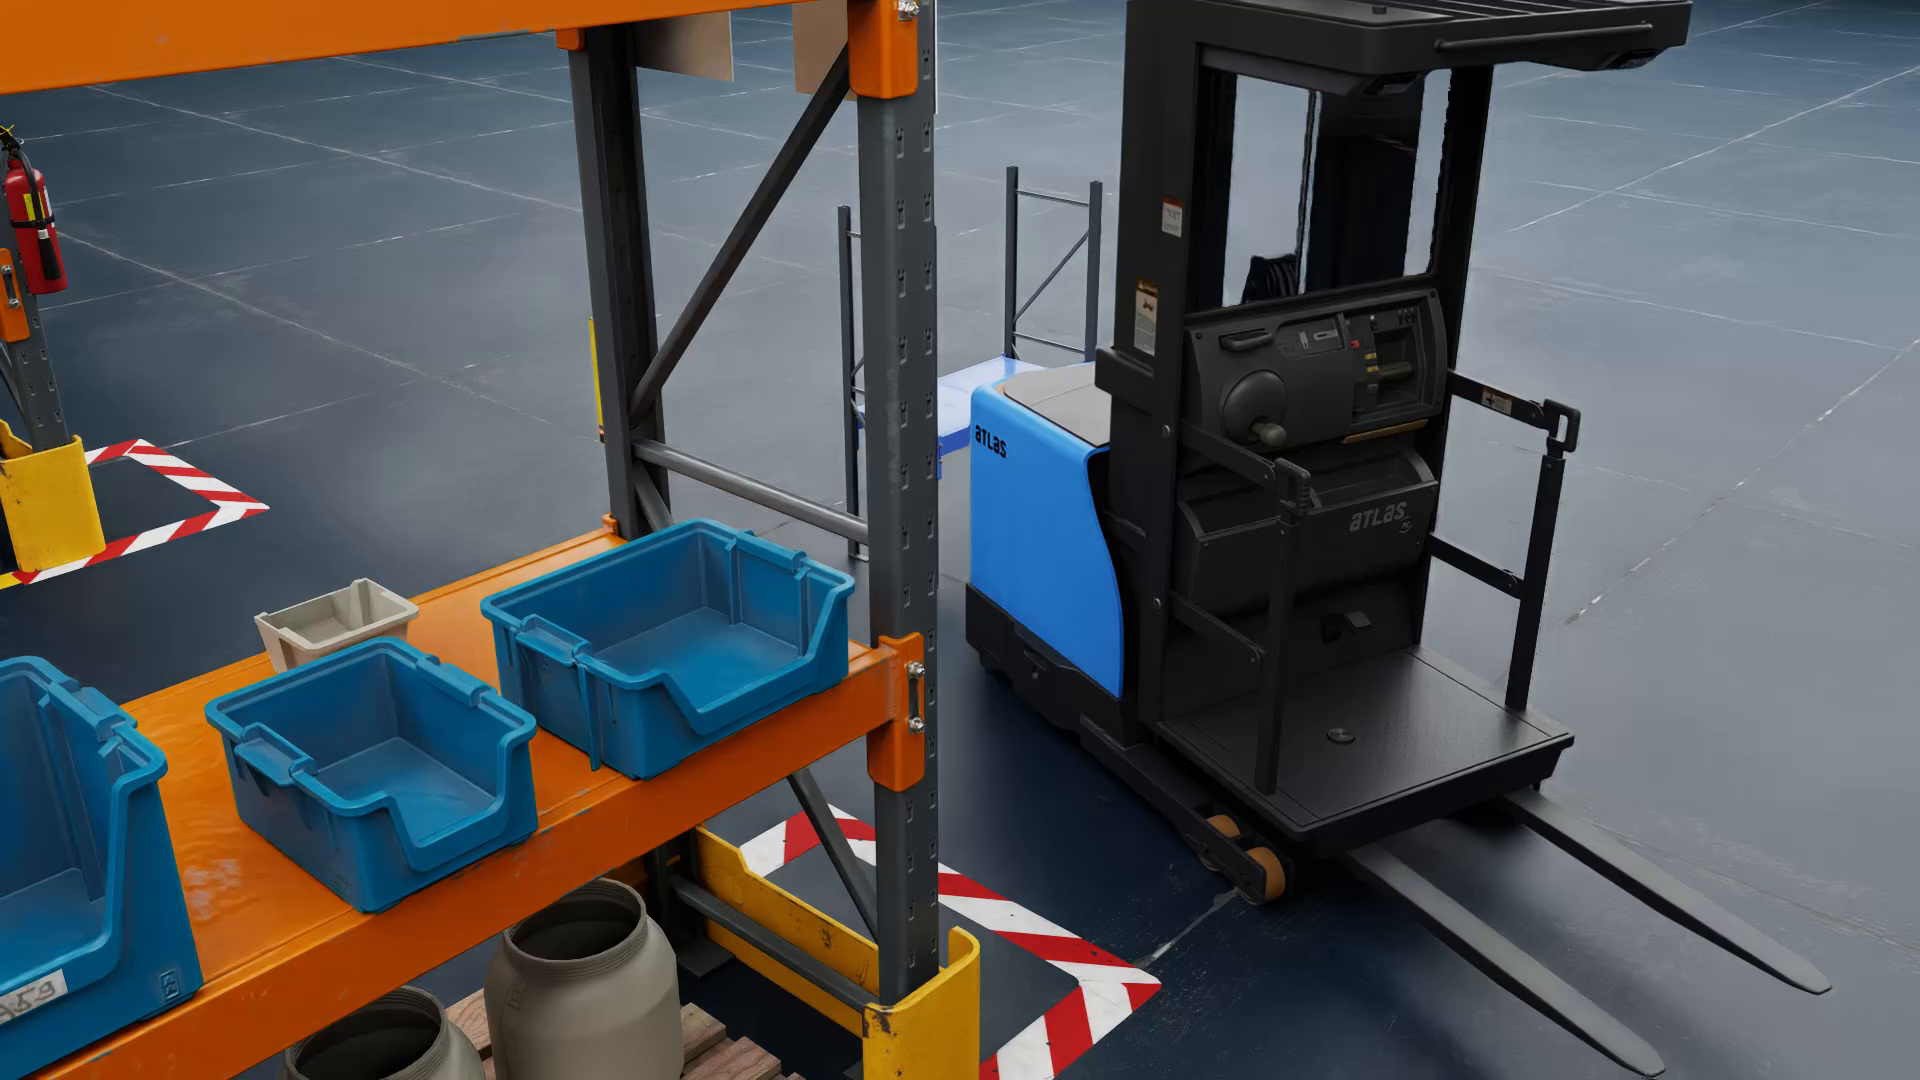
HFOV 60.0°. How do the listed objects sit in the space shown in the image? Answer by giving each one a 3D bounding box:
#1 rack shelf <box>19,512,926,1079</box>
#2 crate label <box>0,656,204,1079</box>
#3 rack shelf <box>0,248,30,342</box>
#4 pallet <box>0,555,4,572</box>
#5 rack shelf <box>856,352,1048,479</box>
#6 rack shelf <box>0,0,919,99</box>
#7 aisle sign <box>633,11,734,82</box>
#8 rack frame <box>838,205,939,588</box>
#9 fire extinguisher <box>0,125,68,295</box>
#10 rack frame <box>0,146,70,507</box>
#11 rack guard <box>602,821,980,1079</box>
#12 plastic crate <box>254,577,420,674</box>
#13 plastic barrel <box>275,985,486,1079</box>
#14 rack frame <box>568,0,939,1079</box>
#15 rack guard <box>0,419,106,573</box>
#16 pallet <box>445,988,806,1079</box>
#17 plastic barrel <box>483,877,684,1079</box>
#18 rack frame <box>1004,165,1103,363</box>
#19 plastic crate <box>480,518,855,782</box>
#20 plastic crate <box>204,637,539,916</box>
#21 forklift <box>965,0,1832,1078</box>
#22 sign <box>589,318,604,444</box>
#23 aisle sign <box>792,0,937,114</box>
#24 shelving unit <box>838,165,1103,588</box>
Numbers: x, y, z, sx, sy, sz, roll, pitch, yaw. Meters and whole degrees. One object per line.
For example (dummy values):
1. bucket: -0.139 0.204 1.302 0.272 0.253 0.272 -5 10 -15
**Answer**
1. rack shelf: -1.796 0.834 2.602 1.077 0.370 4.000 20 31 38
2. crate label: -1.488 0.515 2.391 0.502 0.435 0.616 20 31 38
3. rack shelf: -5.484 -0.518 5.618 1.077 0.370 4.000 20 31 38
4. pallet: -4.768 0.078 6.818 1.003 0.211 1.213 20 31 38
5. rack shelf: 0.057 -0.546 7.075 0.538 0.185 1.000 20 31 38
6. rack shelf: -1.796 -0.534 1.988 1.077 0.370 4.000 20 31 38
7. aisle sign: -0.631 -1.391 3.509 0.394 0.787 0.004 20 31 38
8. rack frame: -0.282 -0.555 6.656 0.500 1.500 0.032 20 31 38
9. fire extinguisher: -3.730 -1.329 6.643 0.296 0.674 0.183 20 31 38
10. rack frame: -4.149 -1.456 6.830 1.000 3.000 0.127 20 31 38
11. rack guard: -0.476 1.073 4.245 1.175 0.500 0.348 20 31 38
12. plastic crate: -1.298 0.202 3.456 0.298 0.136 0.250 20 31 38
13. plastic barrel: -1.178 1.215 3.402 0.421 0.512 0.421 0 24 0
14. rack frame: -0.461 -0.103 3.814 1.000 3.000 0.127 20 31 38
15. rack guard: -4.200 -0.292 7.290 1.175 0.500 0.348 20 31 38
16. pallet: -1.023 1.451 3.755 1.003 0.211 1.213 20 31 38
17. plastic barrel: -0.843 1.062 3.743 0.421 0.512 0.421 0 24 0
18. rack frame: 0.396 -0.865 7.347 0.500 1.500 0.032 20 31 38
19. plastic crate: -0.572 0.199 3.322 0.499 0.251 0.616 20 31 38
20. plastic crate: -1.010 0.395 2.884 0.499 0.251 0.408 20 31 38
21. forklift: 1.176 -0.483 4.744 1.130 2.935 3.031 -13 27 -26
22. sign: -0.868 -0.381 4.095 0.100 0.325 0.005 20 31 38
23. aisle sign: -0.192 -1.230 3.150 0.394 0.787 0.004 20 31 38
24. shelving unit: 0.057 -0.710 7.001 0.538 1.500 1.048 20 31 38
